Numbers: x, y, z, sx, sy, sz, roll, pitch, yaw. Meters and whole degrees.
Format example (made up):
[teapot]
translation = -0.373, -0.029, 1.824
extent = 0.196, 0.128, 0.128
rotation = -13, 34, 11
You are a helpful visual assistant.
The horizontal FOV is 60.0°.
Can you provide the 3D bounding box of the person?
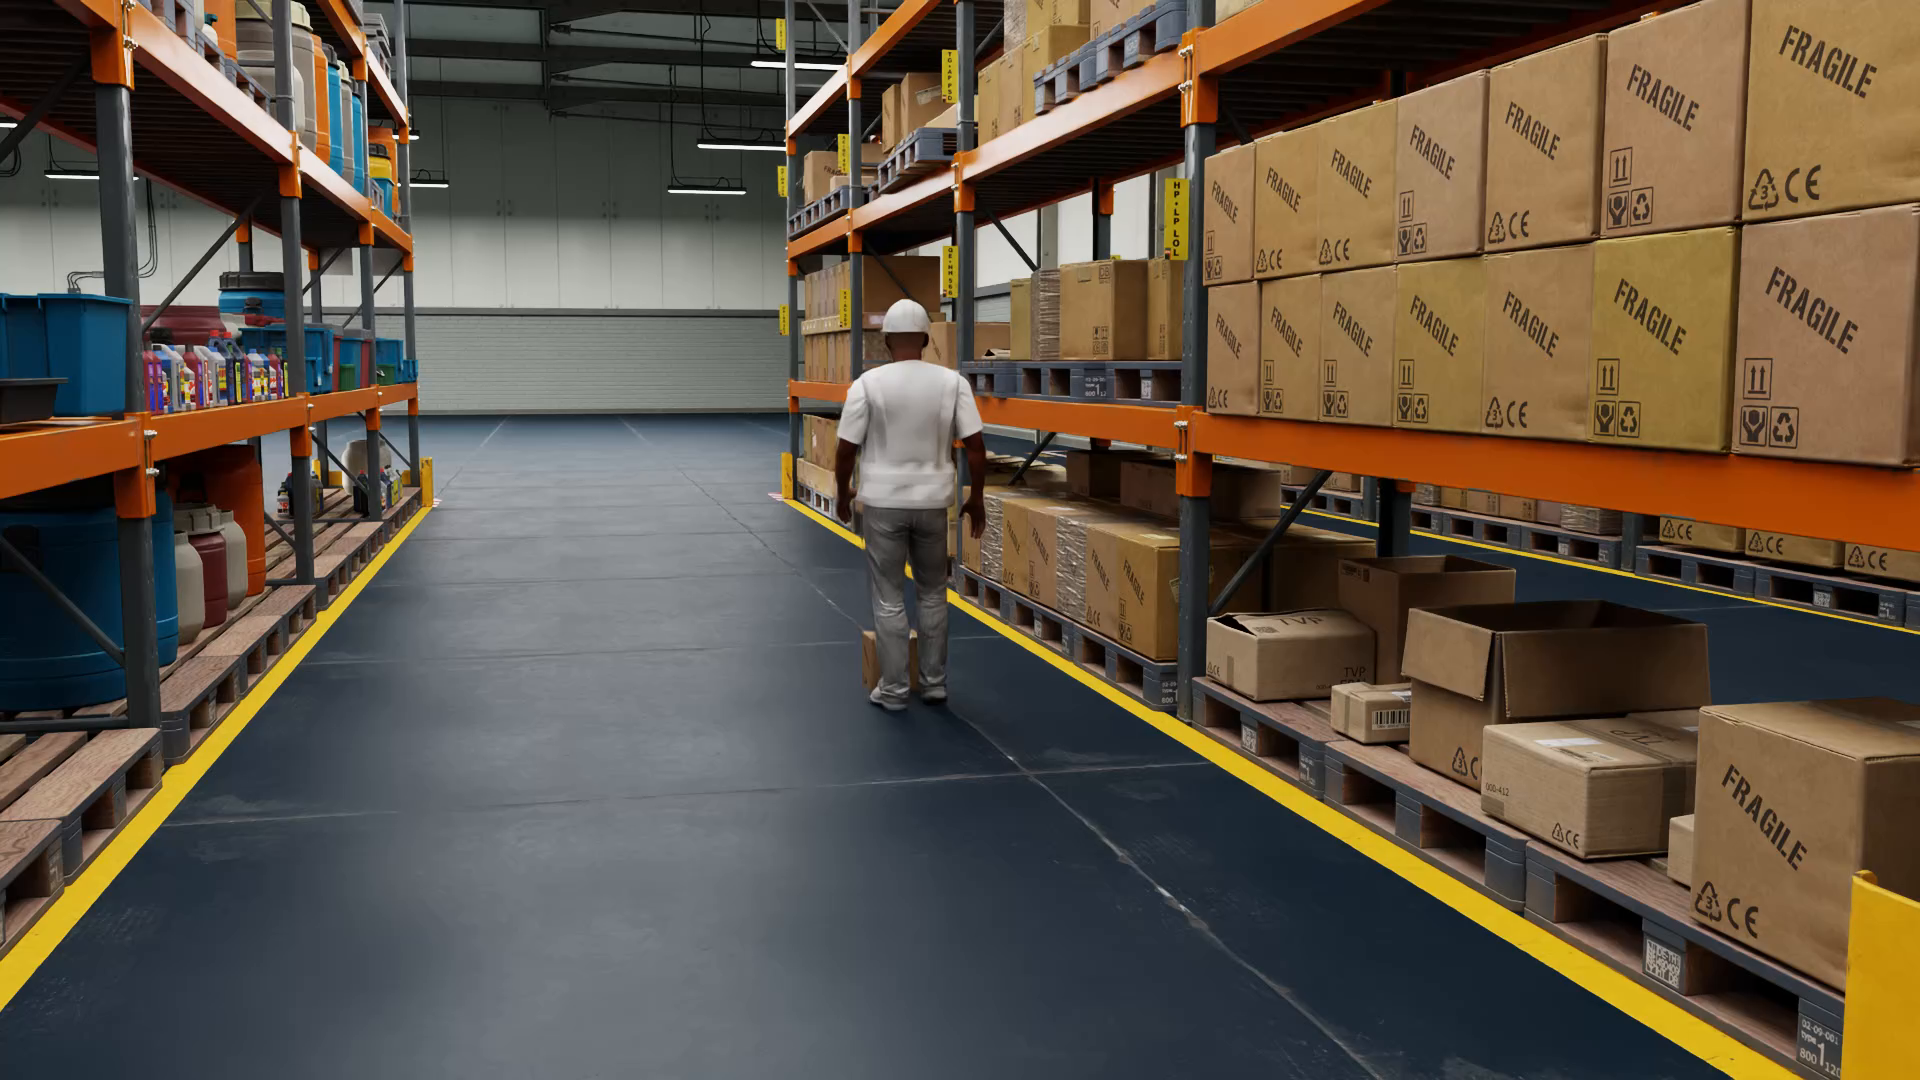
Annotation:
[person]
translation = -0.228, -0.111, 7.239
extent = 0.661, 1.848, 0.488
rotation = -2, 6, -17
